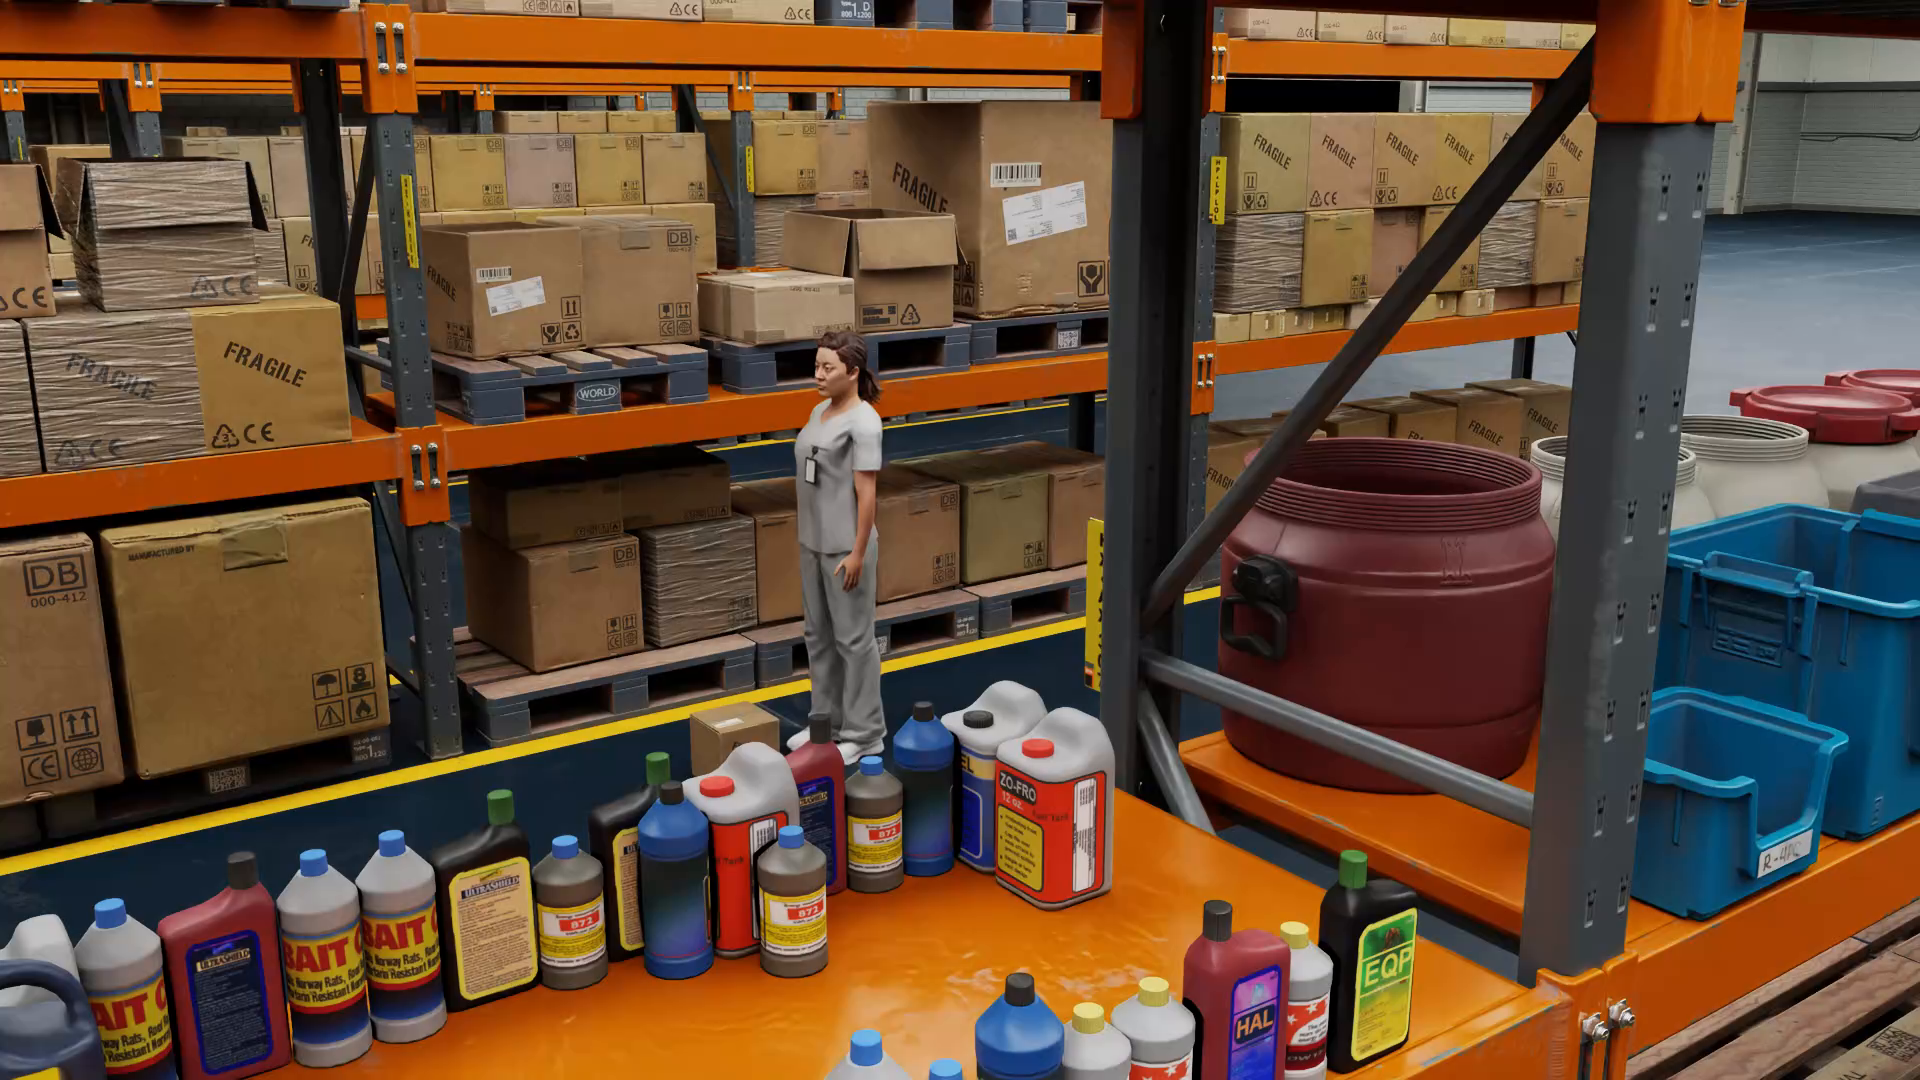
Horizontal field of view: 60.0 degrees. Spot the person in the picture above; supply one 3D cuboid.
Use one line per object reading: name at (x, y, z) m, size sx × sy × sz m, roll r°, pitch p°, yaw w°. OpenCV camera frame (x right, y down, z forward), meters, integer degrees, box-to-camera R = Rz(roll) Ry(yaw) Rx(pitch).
person at (-0.464, 0.042, 6.401) m, size 0.360 × 1.659 × 0.438 m, roll -10°, pitch 18°, yaw -33°
